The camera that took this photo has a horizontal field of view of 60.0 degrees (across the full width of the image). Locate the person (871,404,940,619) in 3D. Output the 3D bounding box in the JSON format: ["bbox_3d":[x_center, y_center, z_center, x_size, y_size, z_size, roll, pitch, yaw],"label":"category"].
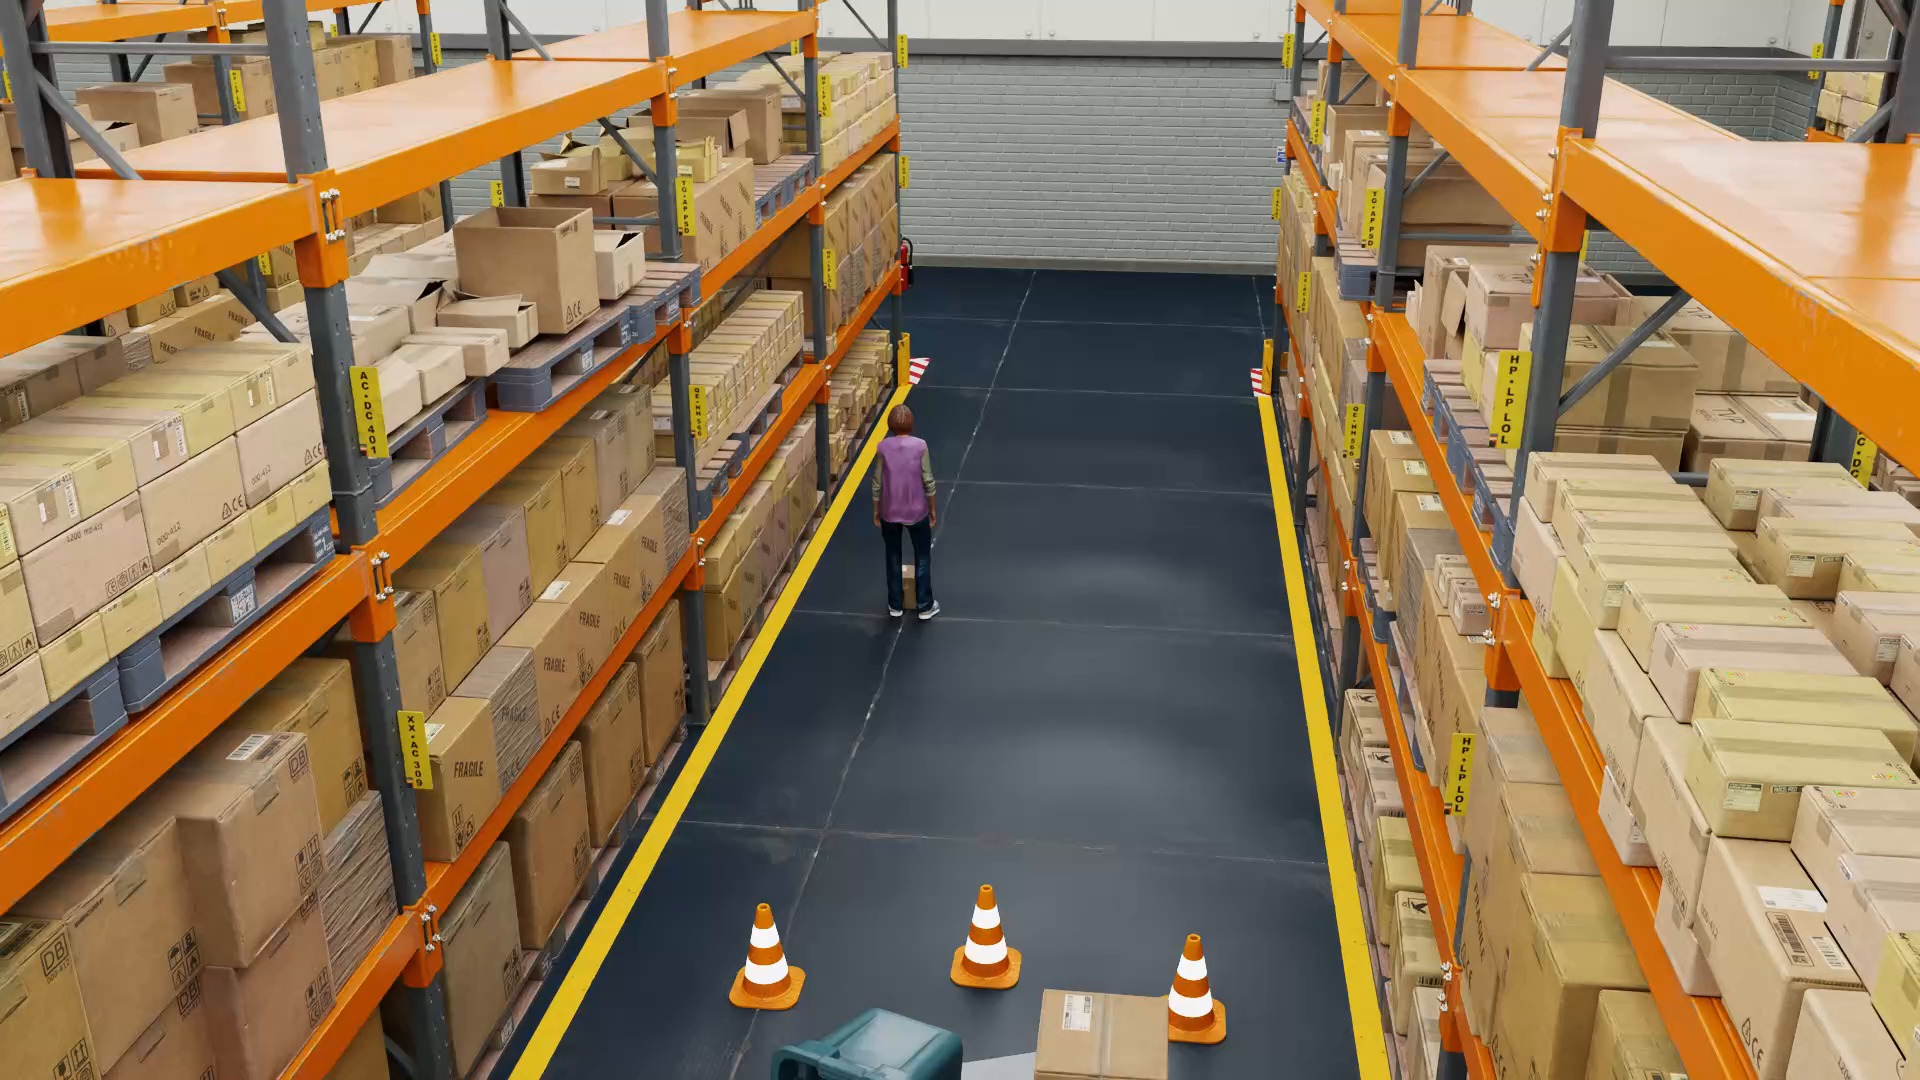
[{"bbox_3d":[-0.394,-0.194,11.969,0.477,1.592,0.377,1,22,3],"label":"person"}]
